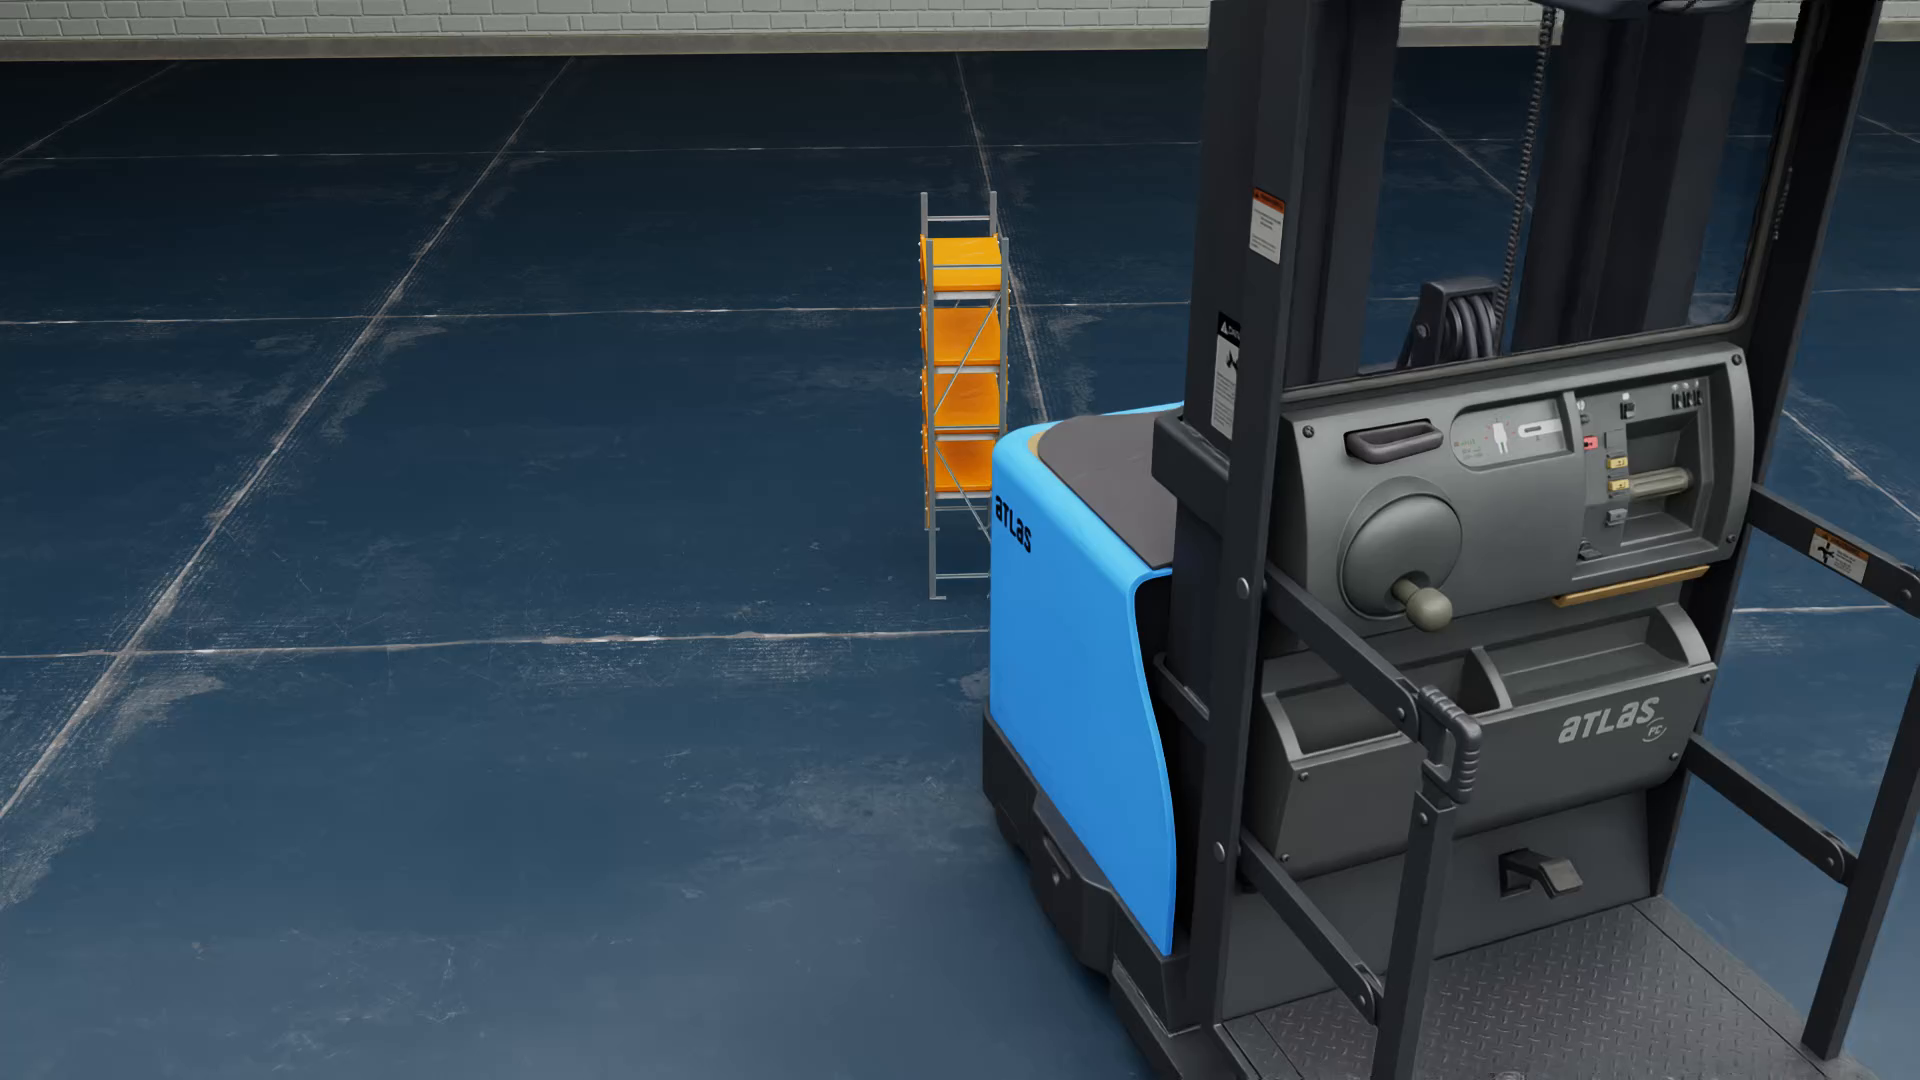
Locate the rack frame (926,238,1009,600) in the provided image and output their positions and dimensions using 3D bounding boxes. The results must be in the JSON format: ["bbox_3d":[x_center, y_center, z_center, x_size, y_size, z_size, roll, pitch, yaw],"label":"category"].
[{"bbox_3d":[0.021,-0.343,5.110,0.240,1.200,0.015,-1,28,-3],"label":"rack frame"}]

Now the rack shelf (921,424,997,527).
[{"bbox_3d":[0.009,-0.220,5.449,0.258,0.148,0.480,-1,28,-3],"label":"rack shelf"}]

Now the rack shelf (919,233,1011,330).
[{"bbox_3d":[0.009,-0.804,5.144,0.258,0.148,0.480,-1,28,-3],"label":"rack shelf"}]

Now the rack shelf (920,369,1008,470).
[{"bbox_3d":[0.009,-0.396,5.357,0.258,0.148,0.480,-1,28,-3],"label":"rack shelf"}]

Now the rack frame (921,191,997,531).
[{"bbox_3d":[-0.004,-0.568,5.542,0.240,1.200,0.015,-1,28,-3],"label":"rack frame"}]

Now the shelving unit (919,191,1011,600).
[{"bbox_3d":[0.009,-0.456,5.326,0.258,1.200,0.503,-1,28,-3],"label":"shelving unit"}]

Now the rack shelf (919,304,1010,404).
[{"bbox_3d":[0.009,-0.594,5.254,0.258,0.148,0.480,-1,28,-3],"label":"rack shelf"}]

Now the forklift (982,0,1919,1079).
[{"bbox_3d":[1.061,-0.053,2.682,1.130,2.935,3.031,-10,29,-19],"label":"forklift"}]
